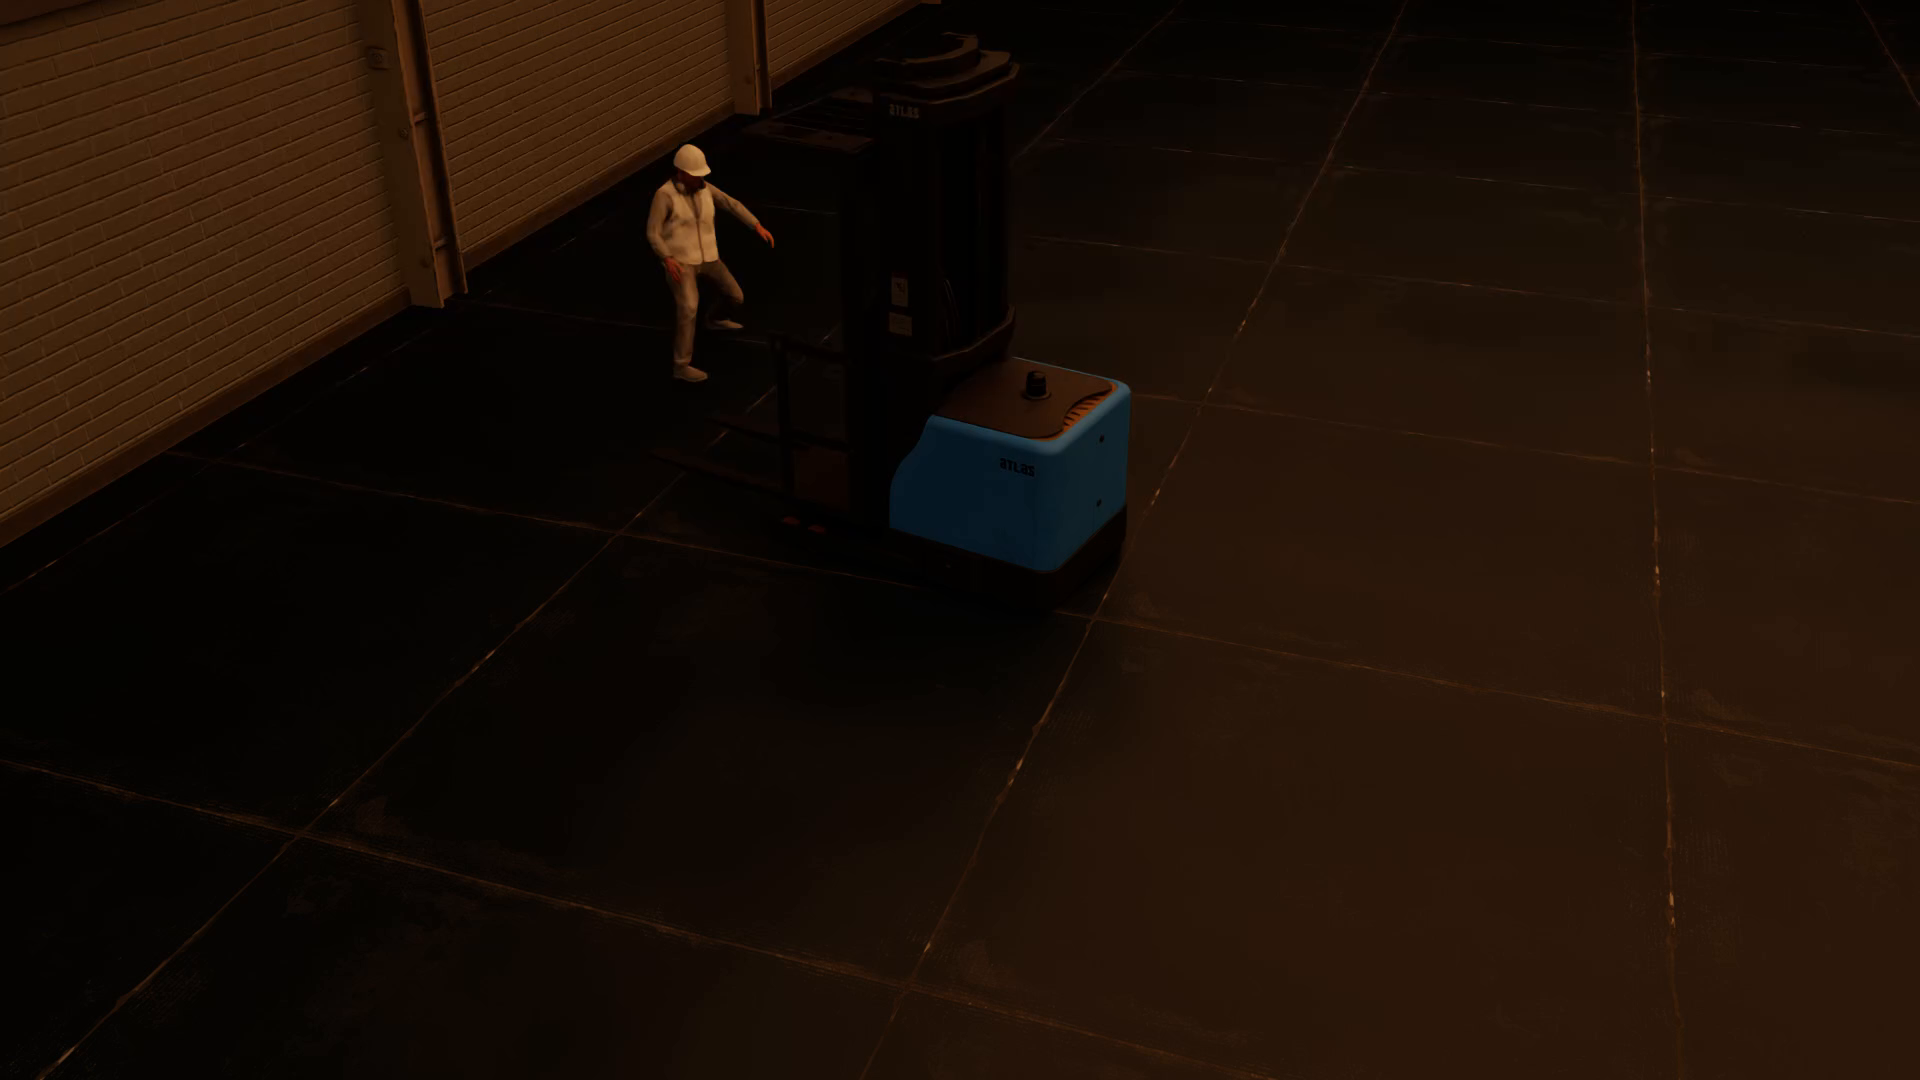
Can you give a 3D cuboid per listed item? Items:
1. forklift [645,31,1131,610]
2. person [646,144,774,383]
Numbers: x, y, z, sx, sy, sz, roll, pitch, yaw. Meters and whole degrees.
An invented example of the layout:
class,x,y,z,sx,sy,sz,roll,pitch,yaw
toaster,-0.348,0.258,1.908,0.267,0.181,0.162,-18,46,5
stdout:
class,x,y,z,sx,sy,sz,roll,pitch,yaw
forklift,-0.541,-1.405,9.601,3.031,2.935,1.130,16,33,26
person,-1.867,-2.079,12.175,0.999,1.627,0.912,-25,38,-37
